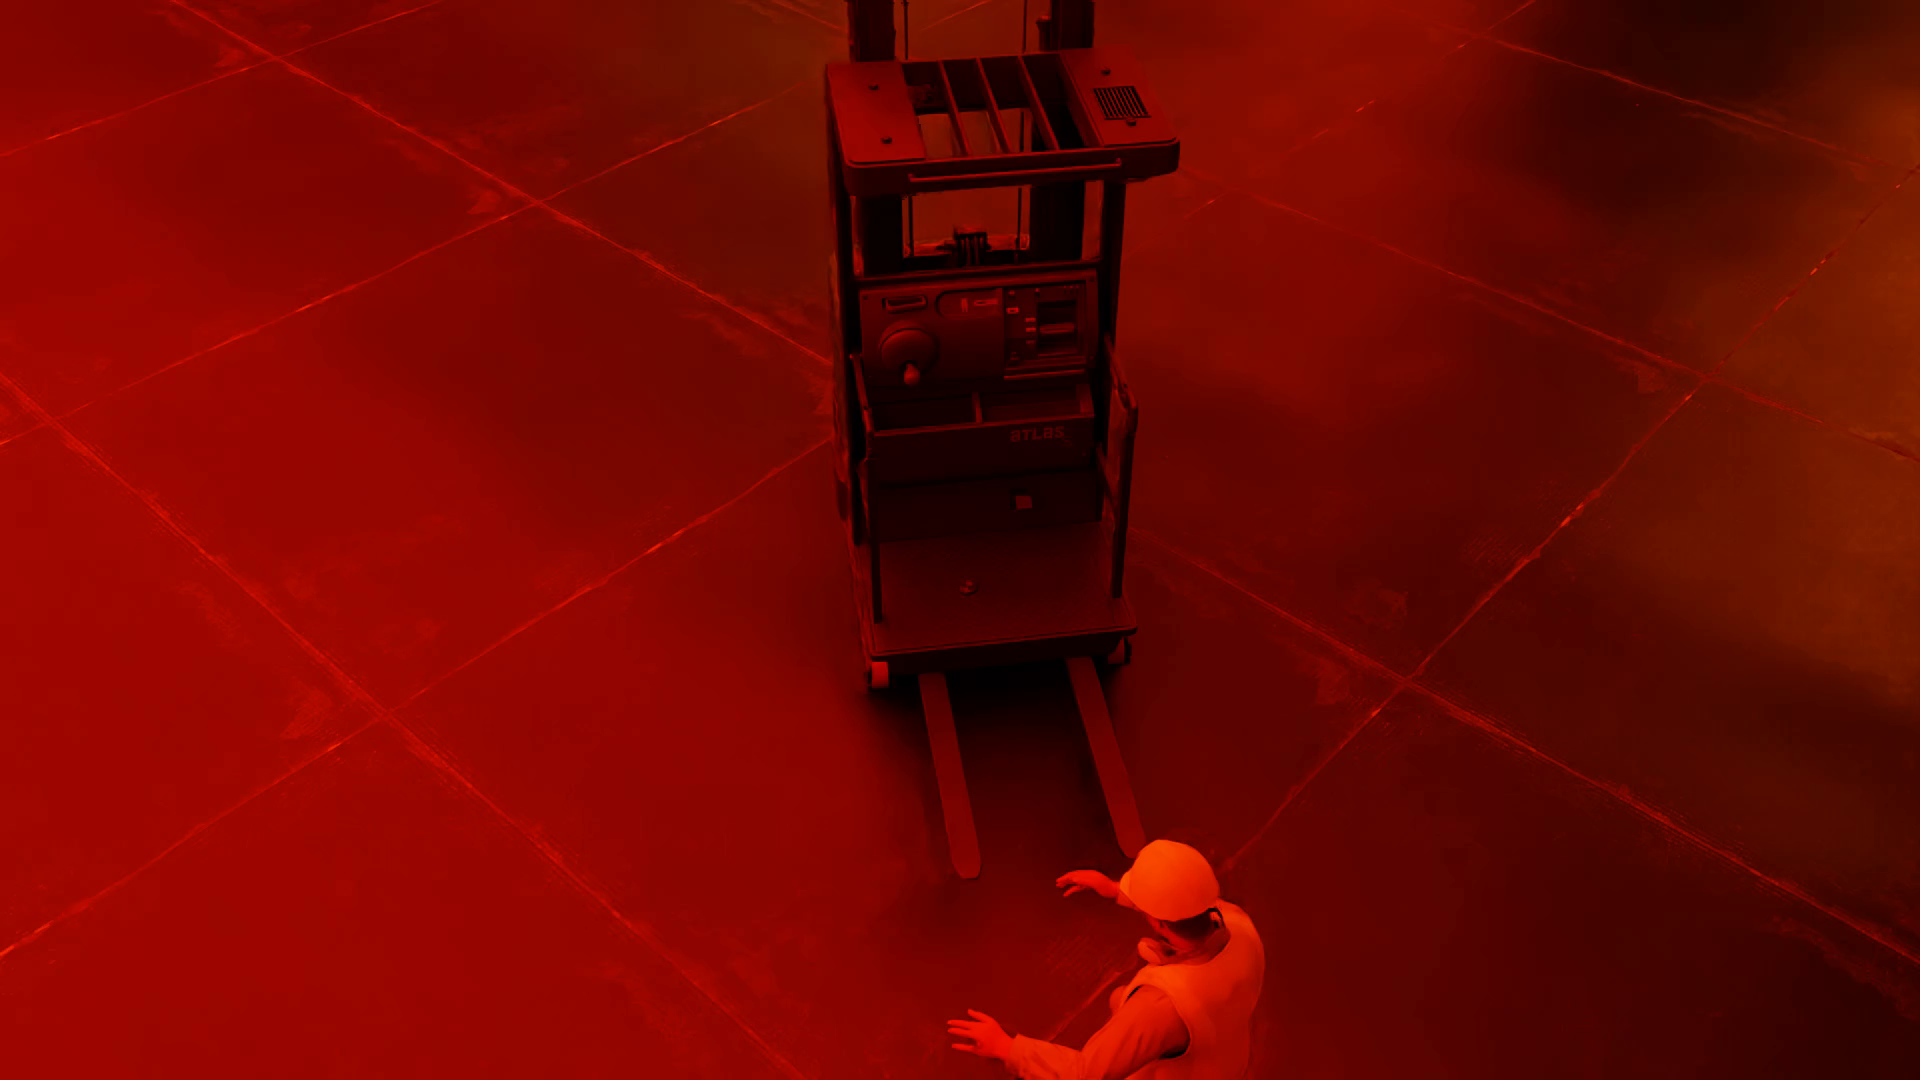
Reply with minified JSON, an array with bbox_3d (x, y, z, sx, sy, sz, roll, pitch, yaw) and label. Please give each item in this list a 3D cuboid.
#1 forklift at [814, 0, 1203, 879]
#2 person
[{"bbox_3d":[0.166,-0.746,6.297,1.130,2.935,3.031,-9,41,-10],"label":"forklift"},{"bbox_3d":[0.416,1.468,4.786,1.170,1.543,0.705,-31,50,-31],"label":"person"}]
